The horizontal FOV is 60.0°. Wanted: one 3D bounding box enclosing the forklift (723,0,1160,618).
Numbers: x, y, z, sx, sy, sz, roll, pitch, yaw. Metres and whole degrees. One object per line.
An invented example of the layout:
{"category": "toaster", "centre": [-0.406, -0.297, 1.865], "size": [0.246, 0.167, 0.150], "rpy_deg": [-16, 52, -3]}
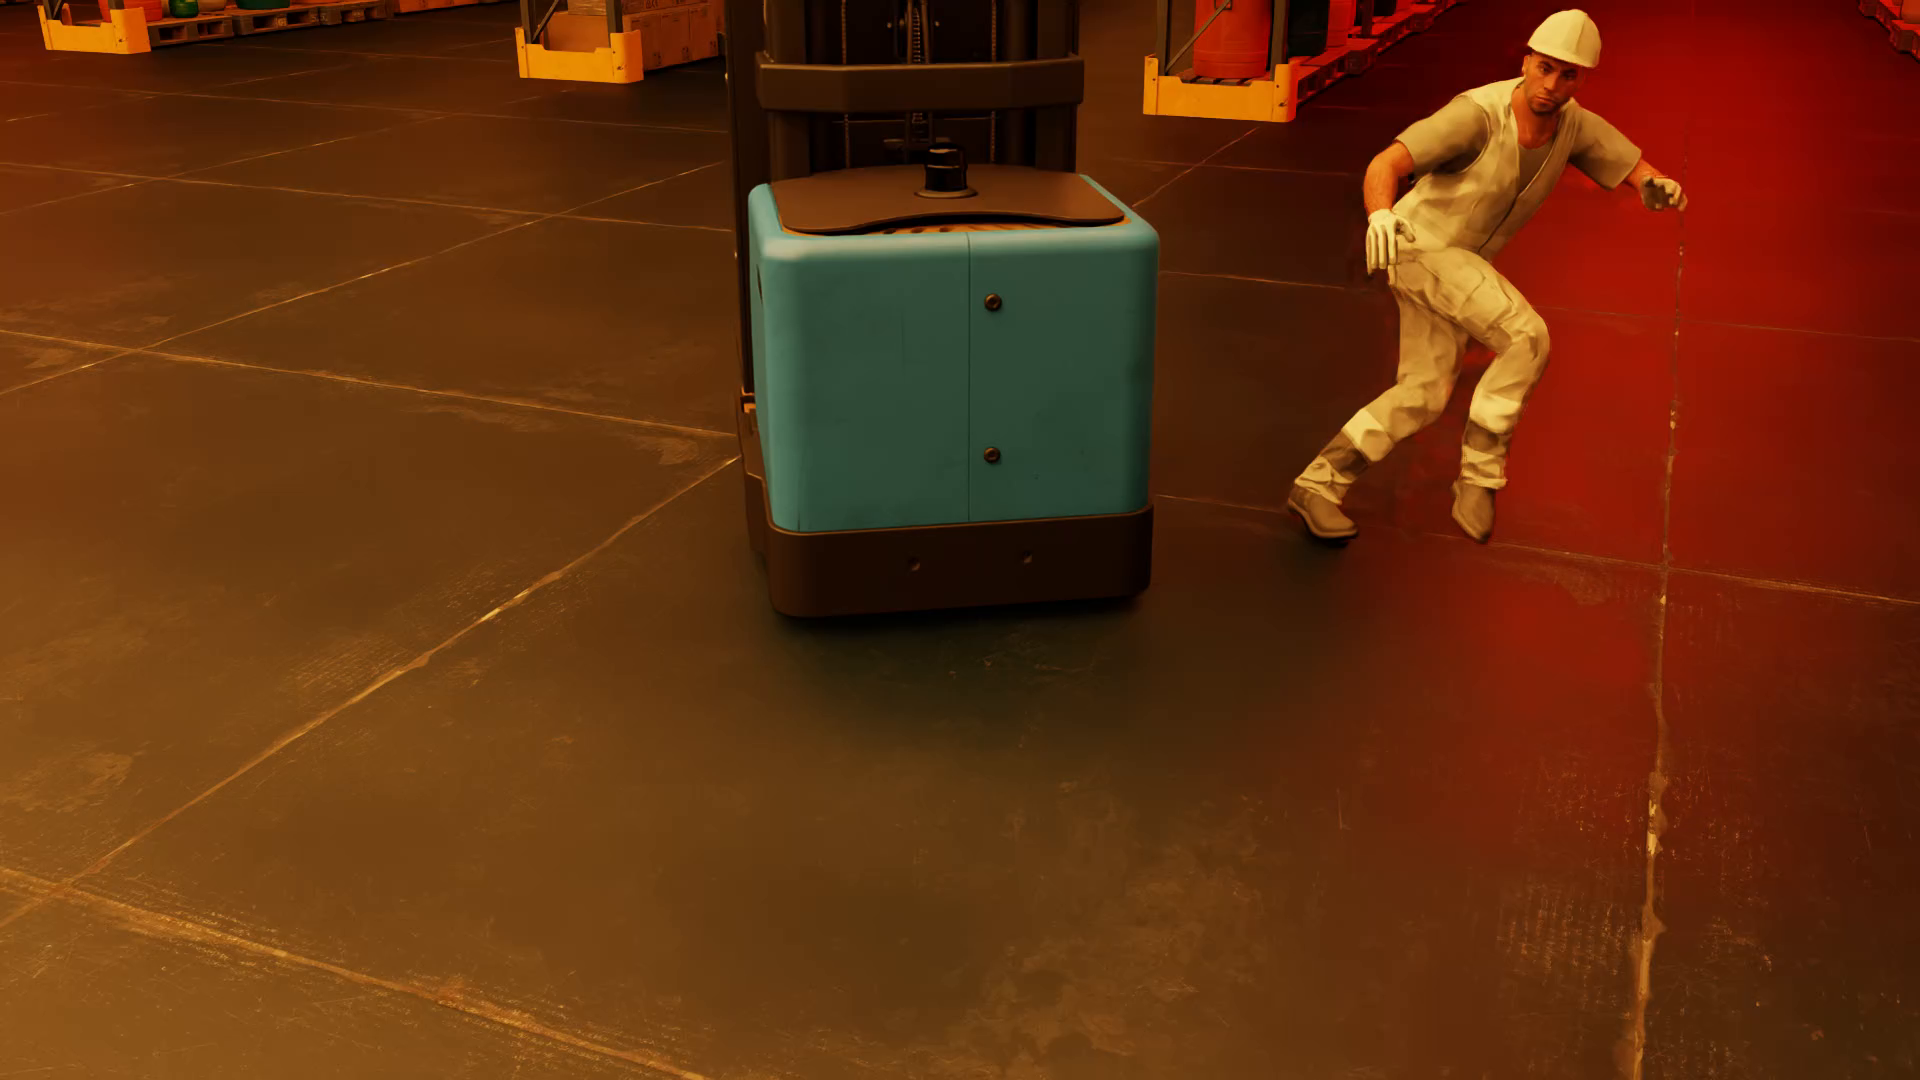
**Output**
{"category": "forklift", "centre": [-0.216, -1.682, 5.316], "size": [1.130, 2.935, 3.031], "rpy_deg": [-4, 23, -8]}

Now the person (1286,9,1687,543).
{"category": "person", "centre": [1.547, -0.746, 4.854], "size": [1.004, 1.530, 0.901], "rpy_deg": [-18, 29, -36]}
